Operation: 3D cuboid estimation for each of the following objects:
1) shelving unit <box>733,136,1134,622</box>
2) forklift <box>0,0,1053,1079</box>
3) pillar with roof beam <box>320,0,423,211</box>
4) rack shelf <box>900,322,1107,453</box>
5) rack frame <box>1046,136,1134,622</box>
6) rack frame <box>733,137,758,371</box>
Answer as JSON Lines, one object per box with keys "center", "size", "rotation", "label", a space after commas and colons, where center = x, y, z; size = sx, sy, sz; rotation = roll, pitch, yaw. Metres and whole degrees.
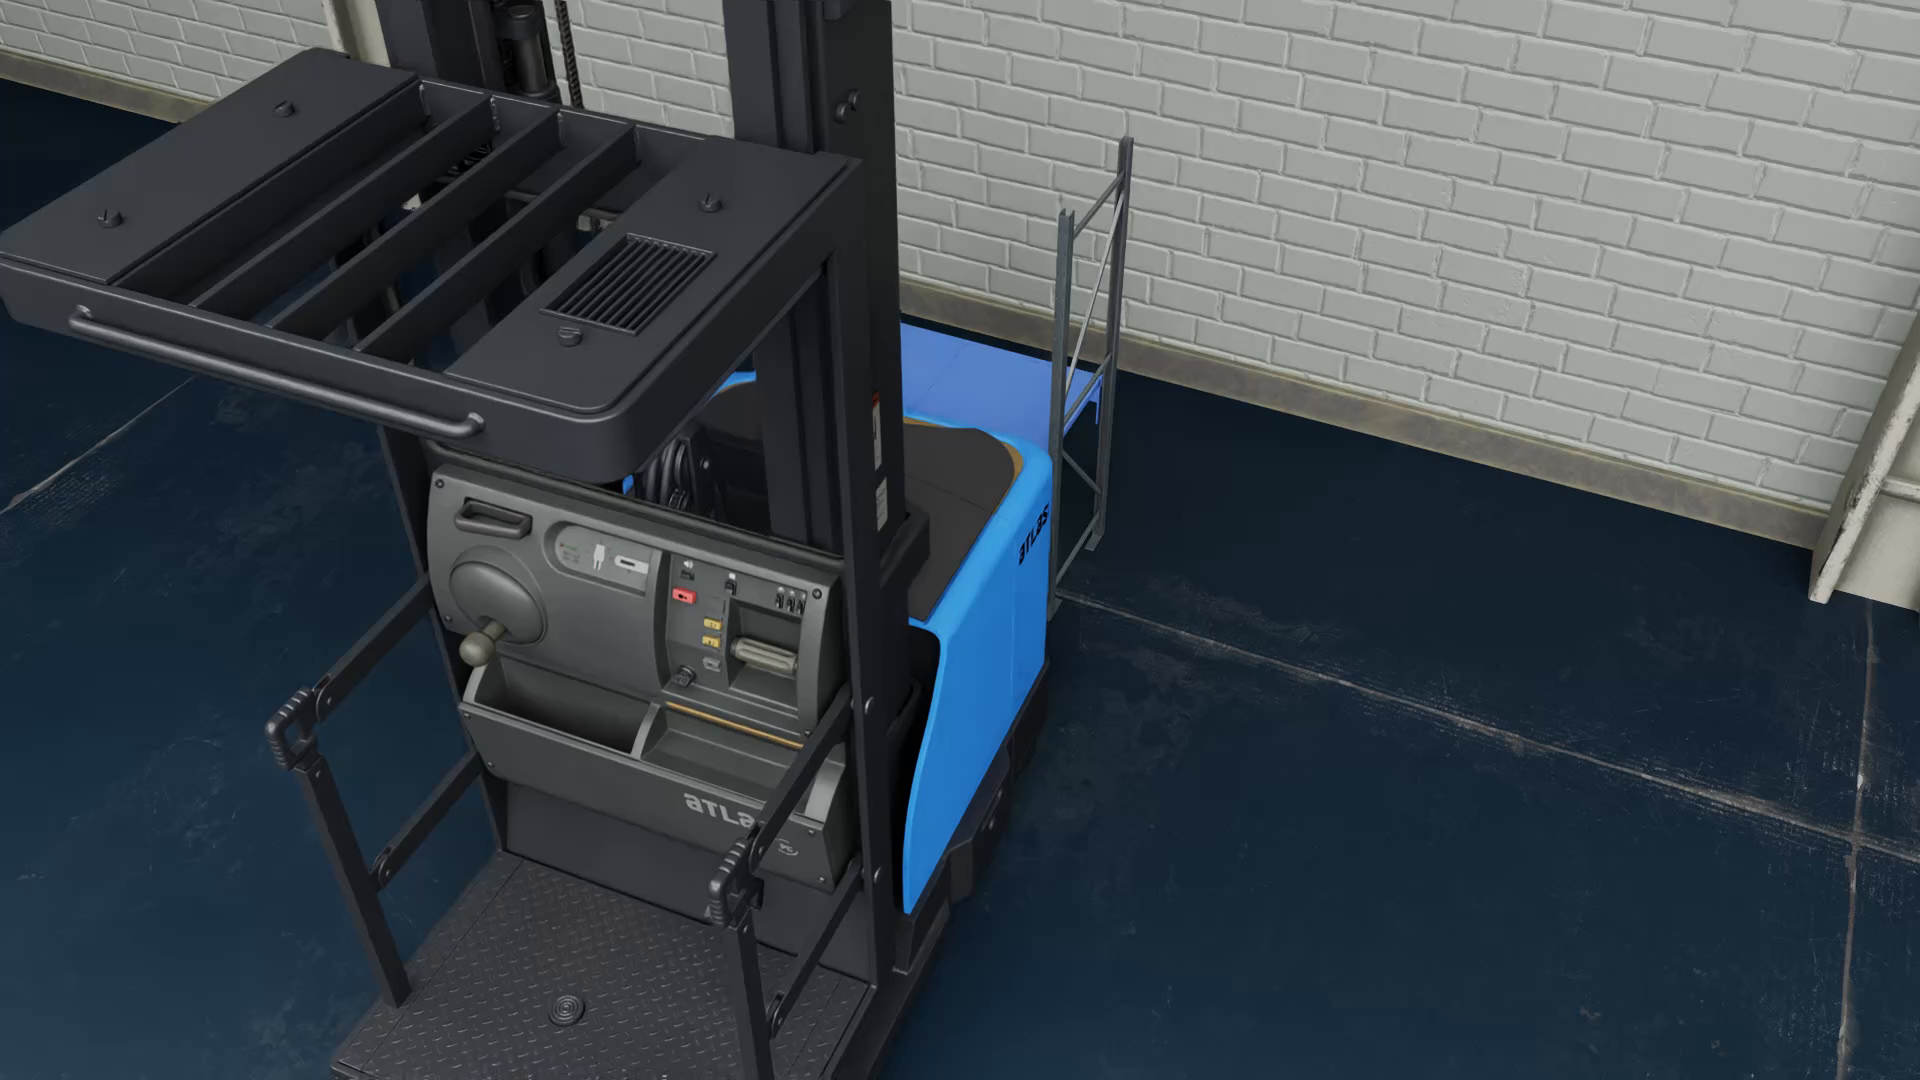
{"center": [-0.077, -0.590, 5.286], "size": [1.048, 1.500, 0.538], "rotation": [17, 44, 19], "label": "shelving unit"}
{"center": [-0.773, 0.216, 3.263], "size": [1.130, 2.935, 3.031], "rotation": [15, 43, 17], "label": "forklift"}
{"center": [-4.196, -2.347, 1.587], "size": [0.400, 9.000, 9.100], "rotation": [17, 44, 19], "label": "pillar with roof beam"}
{"center": [-0.077, -0.454, 5.404], "size": [1.000, 0.185, 0.538], "rotation": [17, 44, 19], "label": "rack shelf"}
{"center": [0.383, -0.450, 5.124], "size": [0.032, 1.500, 0.500], "rotation": [17, 44, 19], "label": "rack frame"}
{"center": [-0.538, -0.731, 5.448], "size": [0.032, 1.500, 0.500], "rotation": [17, 44, 19], "label": "rack frame"}
